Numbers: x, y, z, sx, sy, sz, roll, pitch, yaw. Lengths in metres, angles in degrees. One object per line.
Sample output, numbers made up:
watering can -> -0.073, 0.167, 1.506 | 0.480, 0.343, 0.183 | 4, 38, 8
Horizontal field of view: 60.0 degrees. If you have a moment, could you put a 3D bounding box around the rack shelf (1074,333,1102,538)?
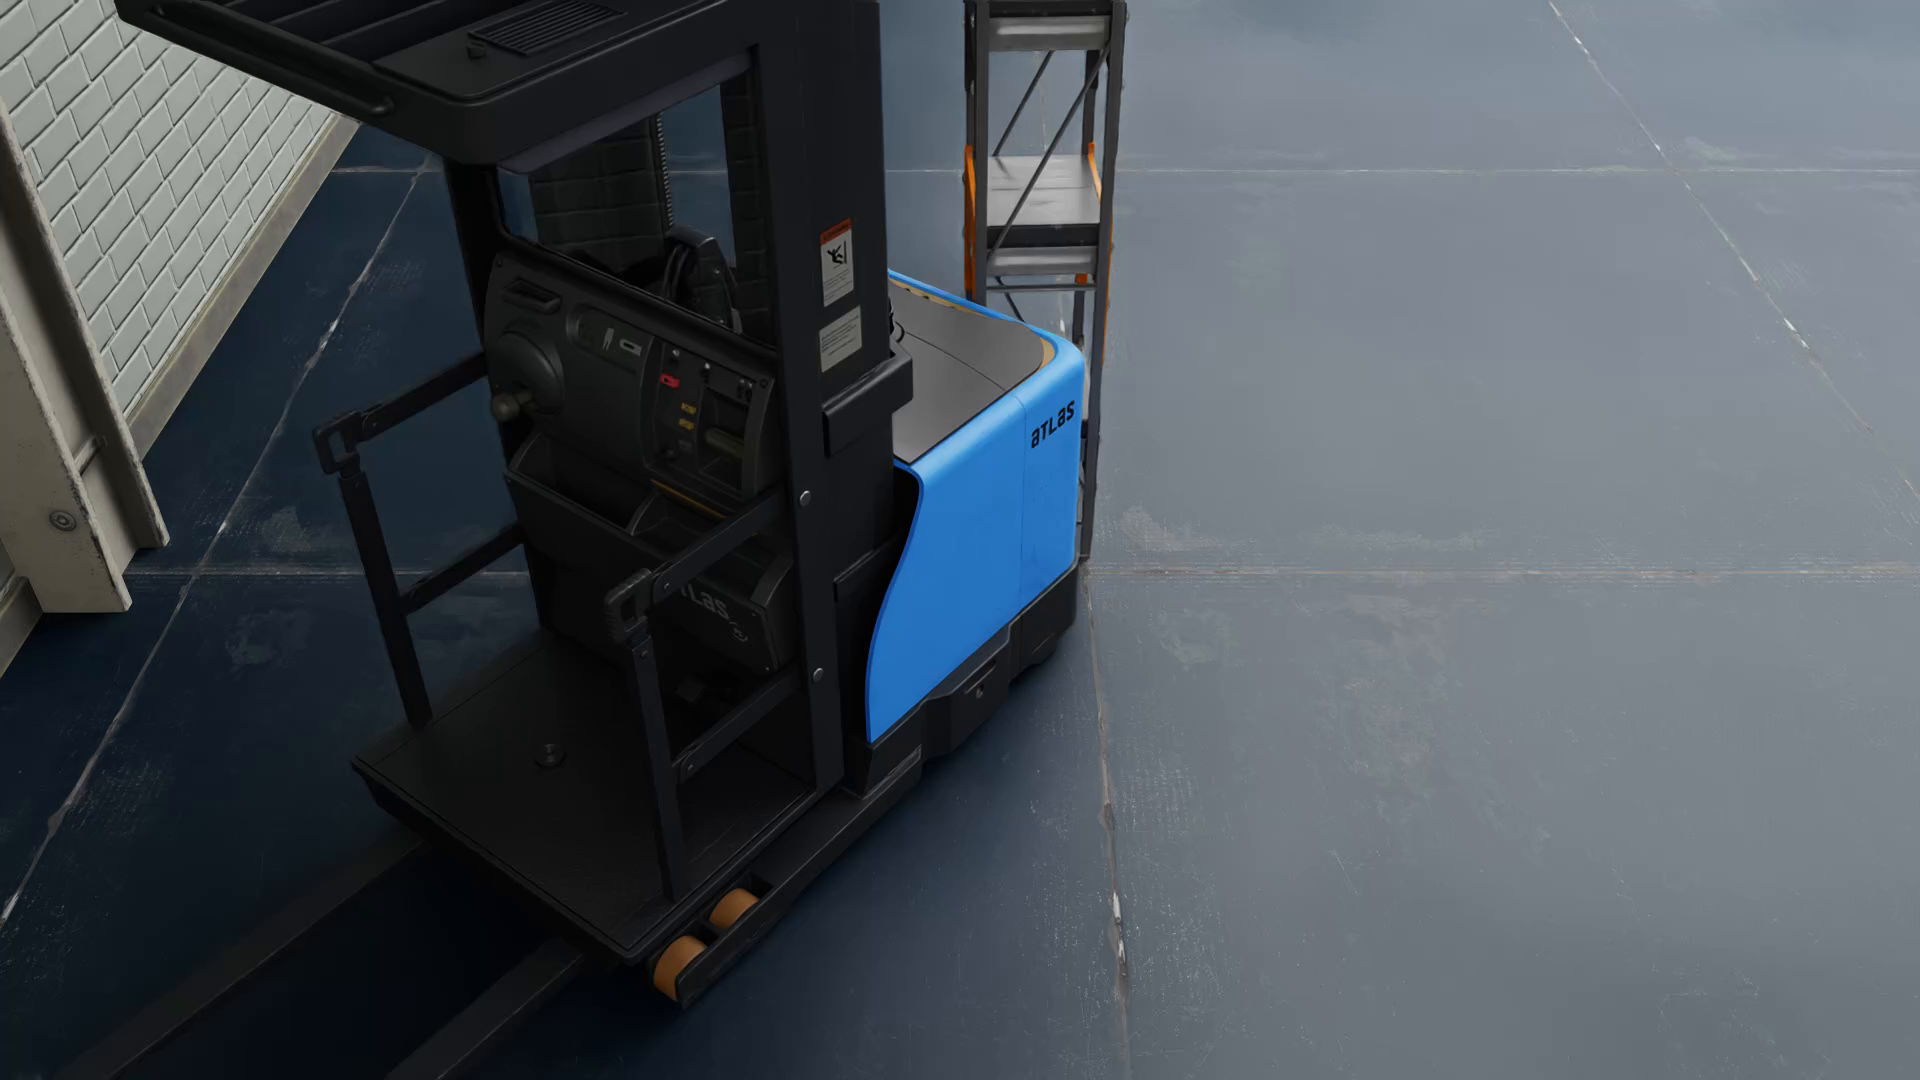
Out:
rack shelf -> 0.232, -0.350, 5.649 | 0.431, 0.518, 0.480 | -2, 39, -2

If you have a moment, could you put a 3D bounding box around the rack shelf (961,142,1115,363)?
rack shelf -> 0.232, -0.897, 5.212 | 0.431, 0.518, 0.480 | -2, 39, -2

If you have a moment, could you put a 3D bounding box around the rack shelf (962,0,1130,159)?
rack shelf -> 0.232, -1.443, 4.774 | 0.431, 0.518, 0.480 | -2, 39, -2

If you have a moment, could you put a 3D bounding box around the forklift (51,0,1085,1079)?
forklift -> -0.925, -0.312, 3.796 | 1.130, 2.935, 3.031 | 26, 45, 28

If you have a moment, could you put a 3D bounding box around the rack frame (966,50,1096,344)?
rack frame -> 0.220, -1.060, 5.393 | 0.400, 2.100, 0.015 | -2, 39, -2

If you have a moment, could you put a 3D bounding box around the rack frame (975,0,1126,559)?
rack frame -> 0.244, -0.755, 5.013 | 0.400, 2.100, 0.015 | -2, 39, -2

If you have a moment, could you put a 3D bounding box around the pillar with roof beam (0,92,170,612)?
pillar with roof beam -> 1.415, -3.402, 2.800 | 9.100, 9.000, 0.400 | 0, 39, 0

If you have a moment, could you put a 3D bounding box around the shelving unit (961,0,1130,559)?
shelving unit -> 0.232, -0.907, 5.203 | 0.431, 2.100, 0.503 | -2, 39, -2
